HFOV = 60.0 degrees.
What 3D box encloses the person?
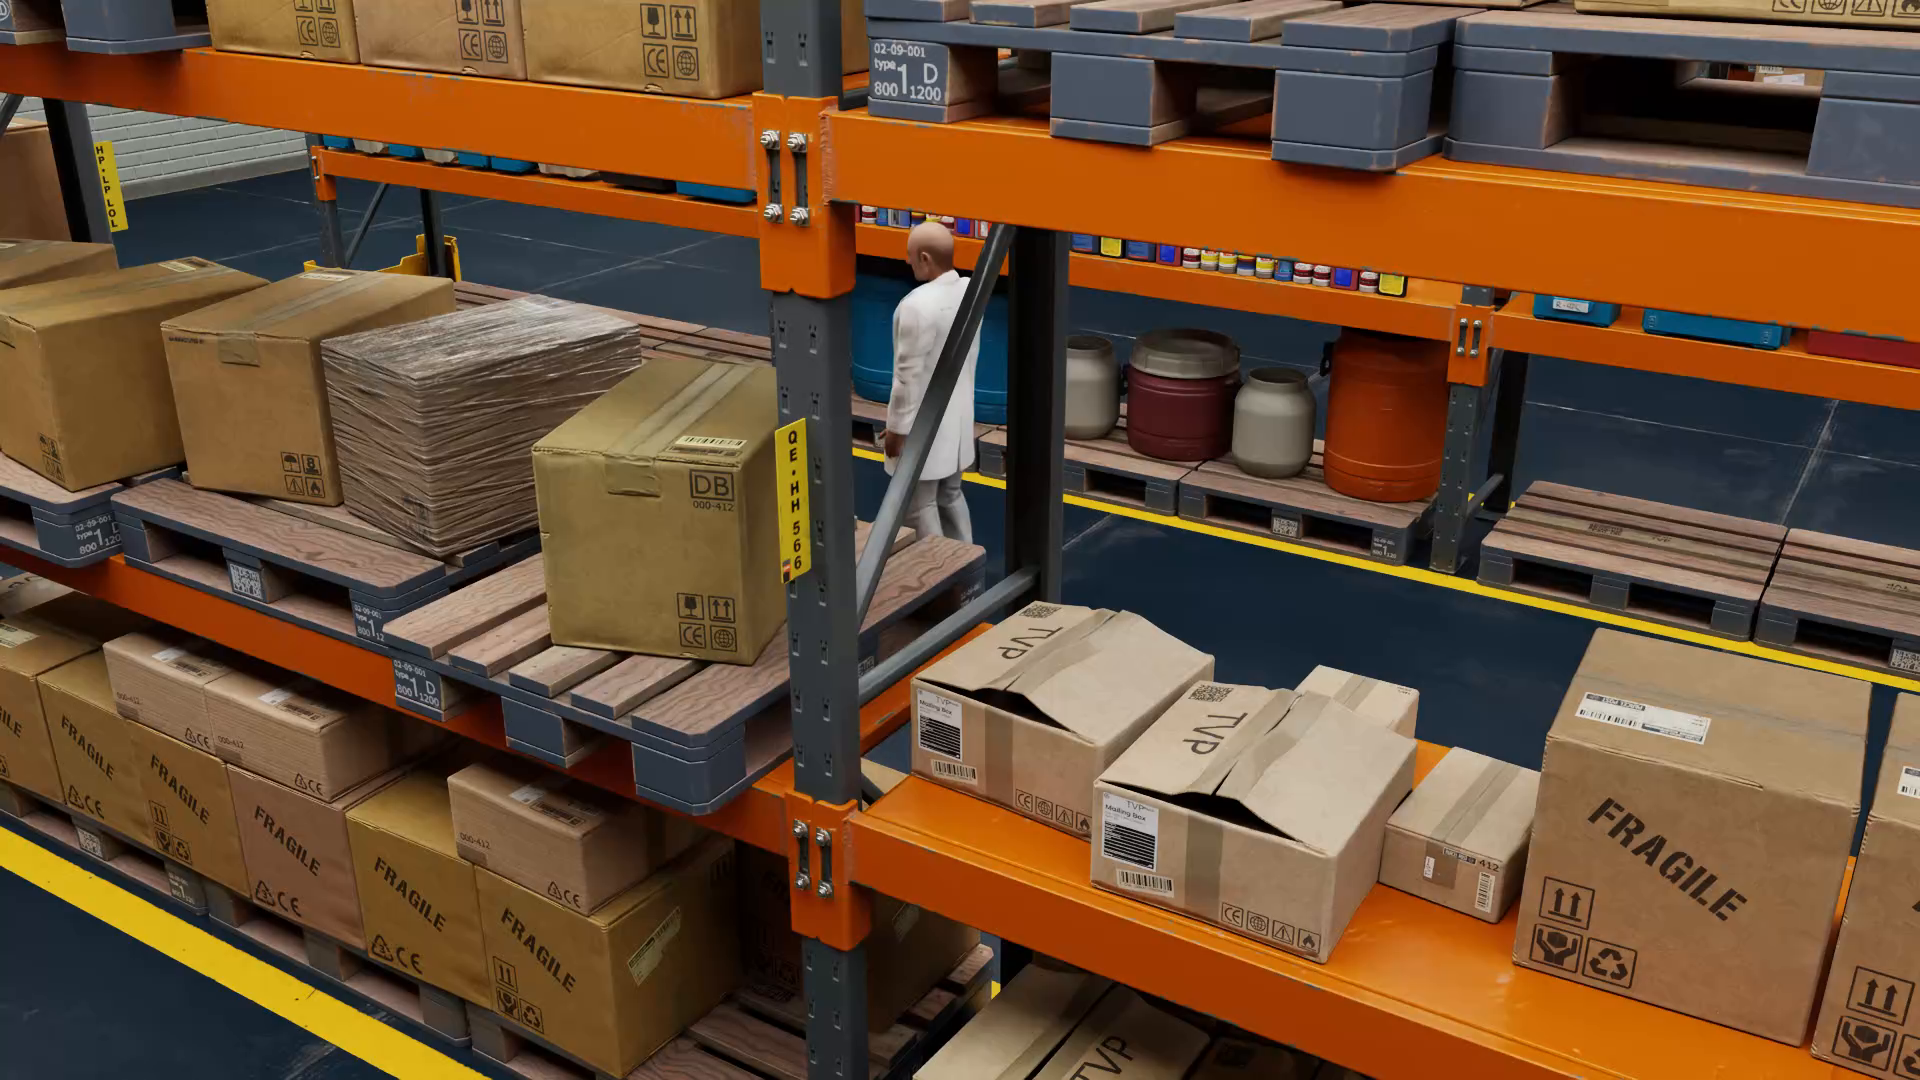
[{"bbox_3d":[-0.140,-0.532,7.388,0.391,1.774,0.562,14,27,30],"label":"person"}]
